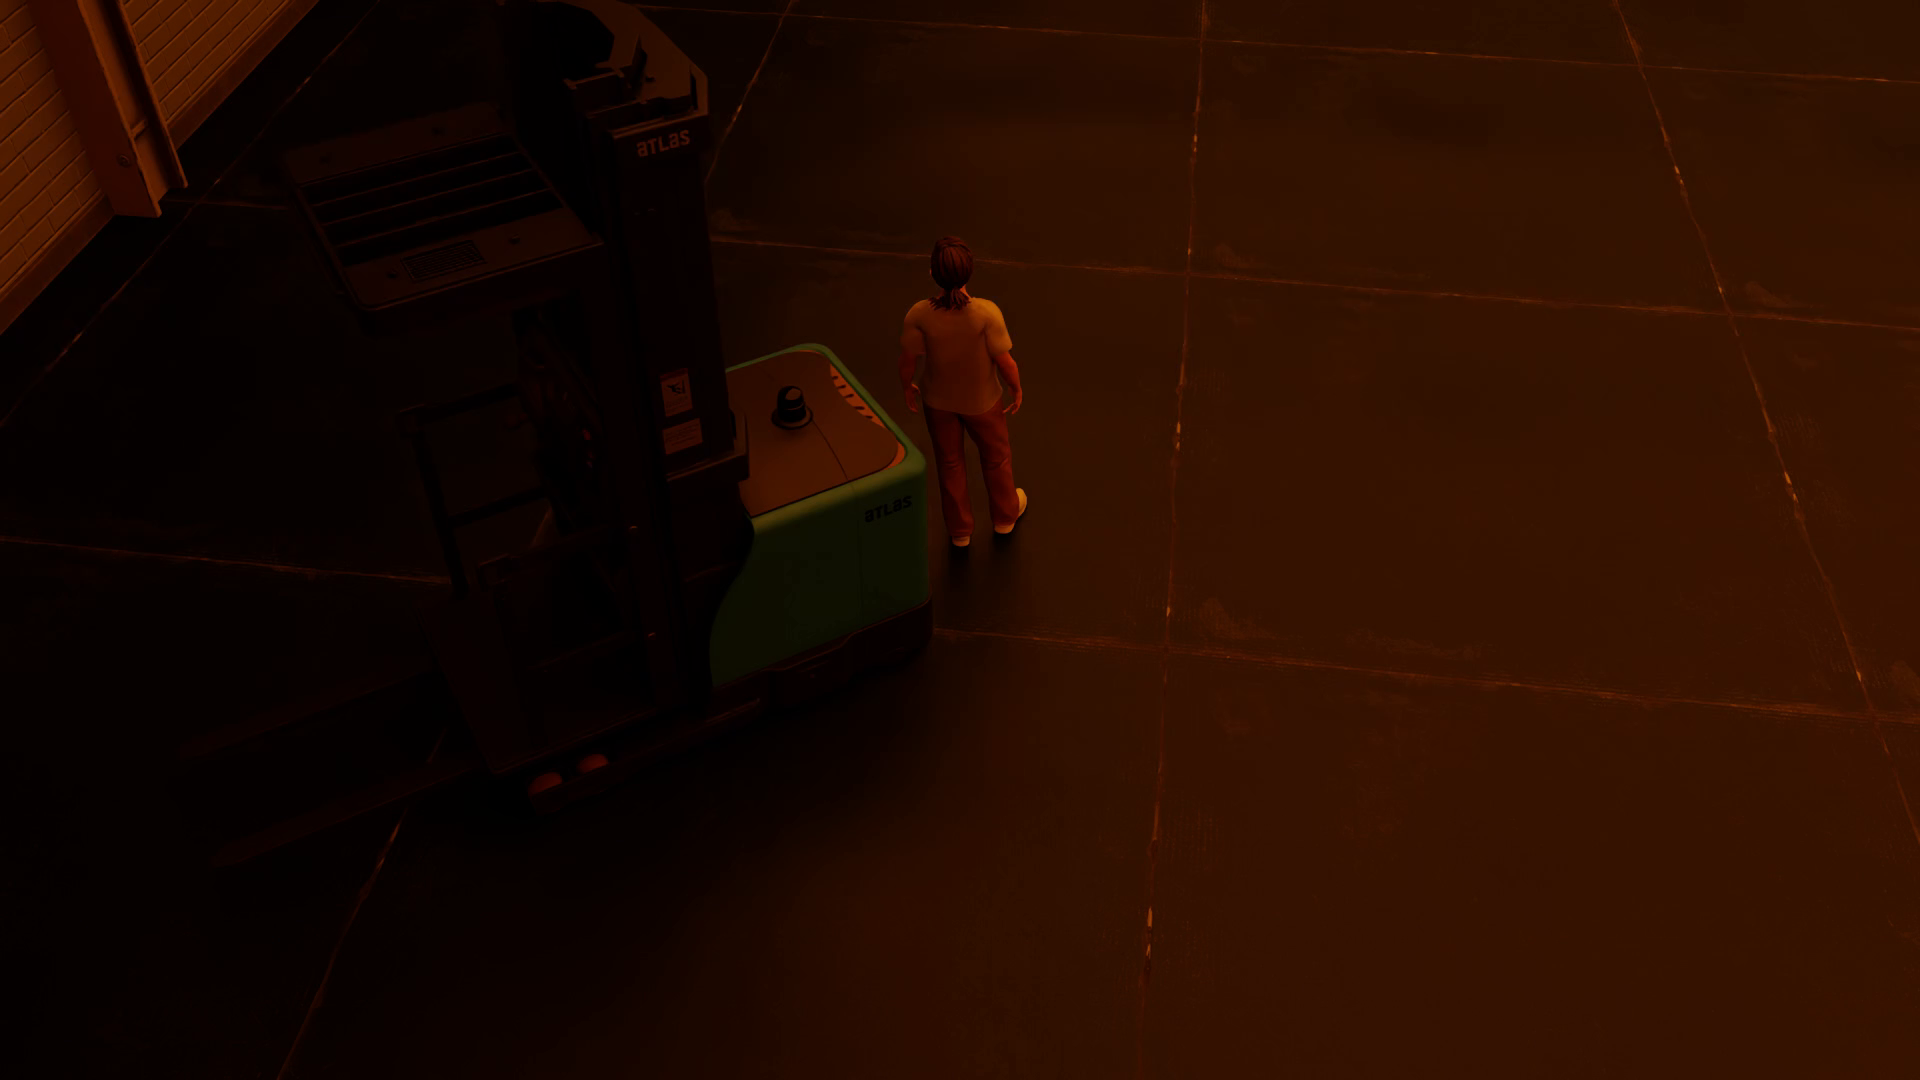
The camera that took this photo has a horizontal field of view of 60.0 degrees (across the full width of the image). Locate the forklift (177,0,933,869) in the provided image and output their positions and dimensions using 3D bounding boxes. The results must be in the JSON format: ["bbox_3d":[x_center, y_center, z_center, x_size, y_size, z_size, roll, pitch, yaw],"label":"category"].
[{"bbox_3d":[-1.654,-0.392,6.152,3.031,2.935,1.130,-21,47,-22],"label":"forklift"}]

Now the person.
[{"bbox_3d":[0.022,-0.671,7.372,0.553,1.673,0.548,5,43,6],"label":"person"}]
